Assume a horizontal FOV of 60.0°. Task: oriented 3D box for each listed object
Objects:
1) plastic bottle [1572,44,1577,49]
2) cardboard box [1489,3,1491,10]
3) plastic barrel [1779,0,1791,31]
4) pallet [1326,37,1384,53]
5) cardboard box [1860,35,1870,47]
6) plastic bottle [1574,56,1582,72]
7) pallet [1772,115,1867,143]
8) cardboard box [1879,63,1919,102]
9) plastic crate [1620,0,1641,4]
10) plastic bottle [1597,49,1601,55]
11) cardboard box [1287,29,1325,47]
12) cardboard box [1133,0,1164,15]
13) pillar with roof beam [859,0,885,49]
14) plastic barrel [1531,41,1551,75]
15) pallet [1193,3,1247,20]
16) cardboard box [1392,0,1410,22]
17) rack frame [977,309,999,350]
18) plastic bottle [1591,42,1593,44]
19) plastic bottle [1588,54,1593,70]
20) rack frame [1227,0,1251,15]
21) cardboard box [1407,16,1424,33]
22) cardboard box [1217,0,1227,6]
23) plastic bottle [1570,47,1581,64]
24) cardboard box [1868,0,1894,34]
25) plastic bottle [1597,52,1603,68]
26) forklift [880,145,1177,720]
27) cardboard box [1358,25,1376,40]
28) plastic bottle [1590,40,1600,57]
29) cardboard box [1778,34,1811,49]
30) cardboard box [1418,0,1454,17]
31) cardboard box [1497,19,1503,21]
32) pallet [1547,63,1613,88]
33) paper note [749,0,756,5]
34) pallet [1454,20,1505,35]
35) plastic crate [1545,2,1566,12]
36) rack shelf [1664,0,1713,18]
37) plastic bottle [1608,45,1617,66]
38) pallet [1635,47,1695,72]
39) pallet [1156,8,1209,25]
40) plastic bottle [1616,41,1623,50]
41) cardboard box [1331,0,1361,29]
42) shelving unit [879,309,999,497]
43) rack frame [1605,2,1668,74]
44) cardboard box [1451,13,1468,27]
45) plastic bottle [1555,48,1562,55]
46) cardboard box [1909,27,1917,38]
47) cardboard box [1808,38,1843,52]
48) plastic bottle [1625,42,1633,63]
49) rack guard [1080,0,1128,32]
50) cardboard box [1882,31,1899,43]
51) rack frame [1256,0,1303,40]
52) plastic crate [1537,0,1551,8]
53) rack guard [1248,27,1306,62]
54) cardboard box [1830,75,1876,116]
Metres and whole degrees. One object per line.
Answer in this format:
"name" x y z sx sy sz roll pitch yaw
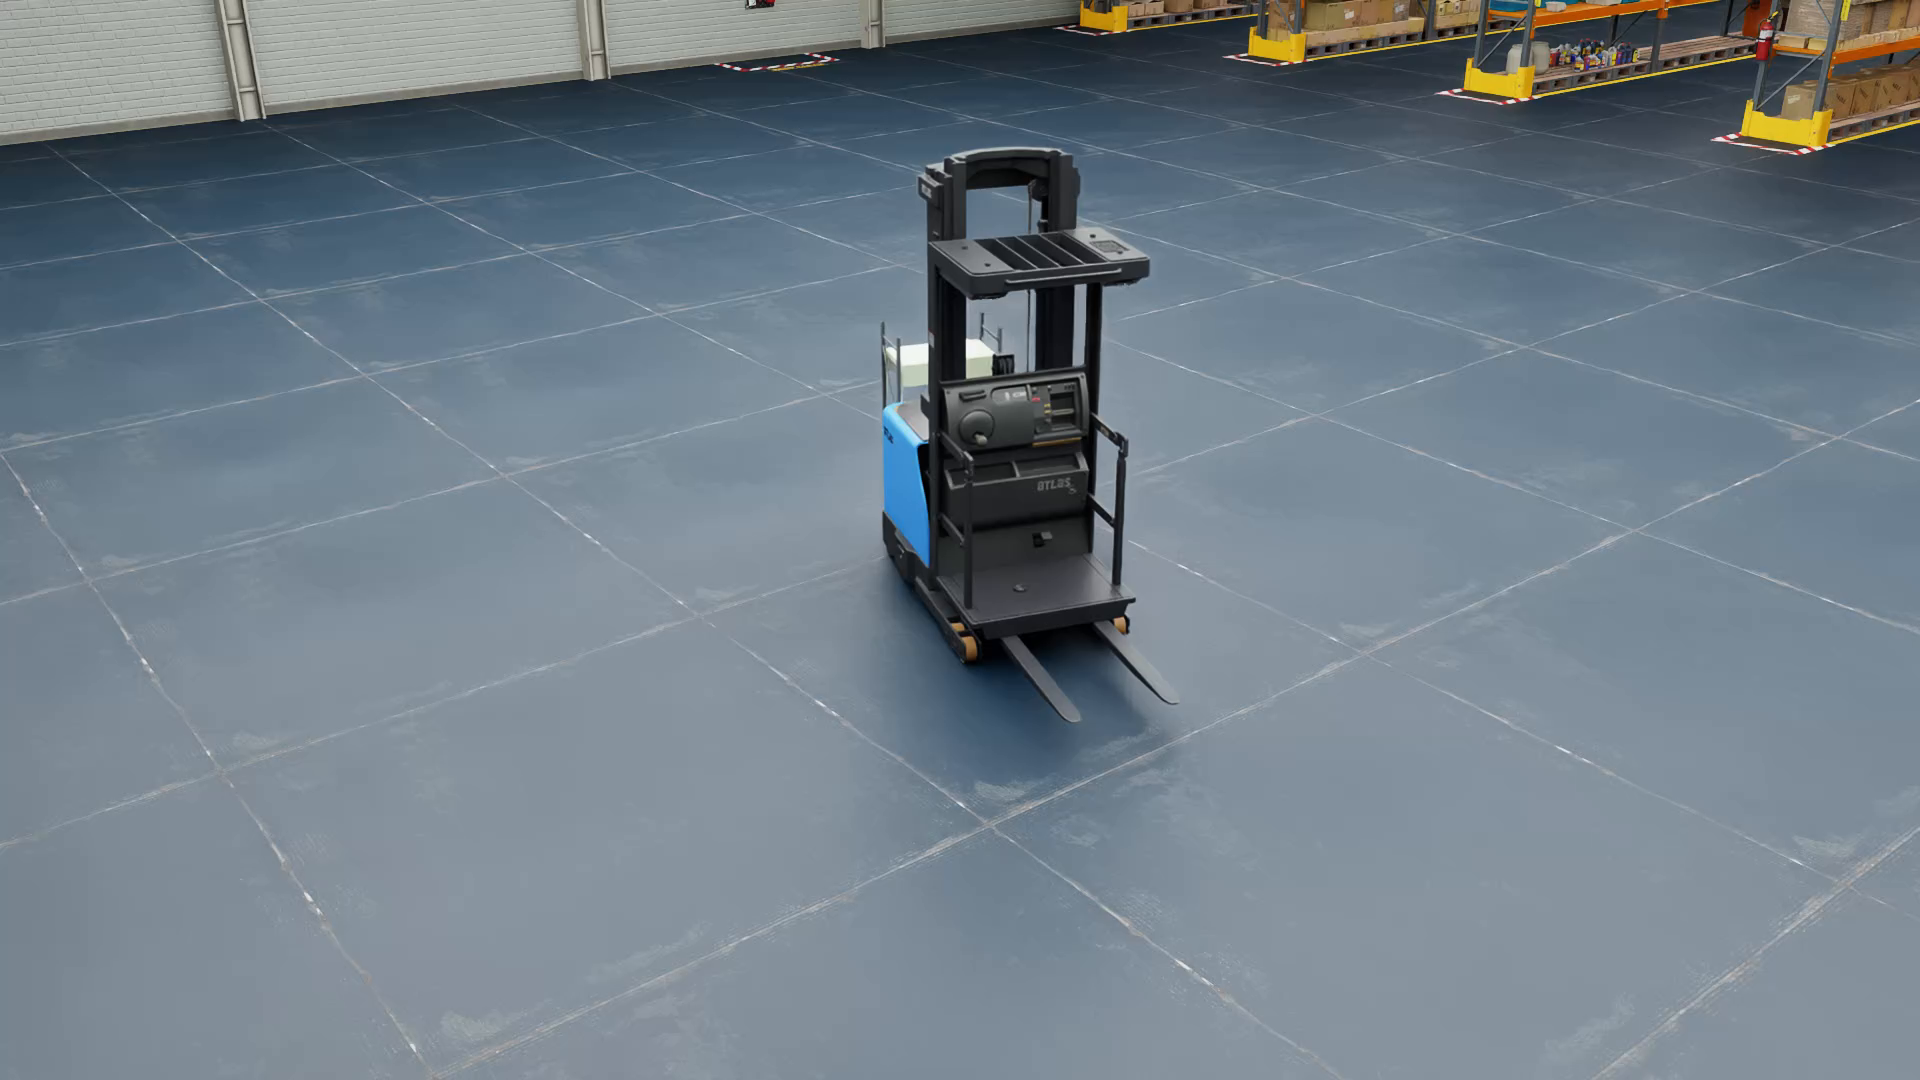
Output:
"plastic bottle" 11.044 -8.781 29.938 0.133 0.283 0.061 -17 30 -32
"cardboard box" 10.874 -11.228 34.608 0.500 0.311 0.500 -17 30 -33
"plastic barrel" 16.650 -10.525 33.359 0.708 0.588 0.600 -18 31 -34
"pallet" 7.574 -9.829 32.806 1.213 0.211 1.003 -18 31 -34
"cardboard box" 13.118 -7.355 24.461 0.250 0.149 0.380 -18 31 -34
"plastic bottle" 10.711 -8.254 28.818 0.097 0.271 0.097 0 25 0
"pallet" 12.869 -6.238 25.068 1.213 0.211 1.003 -18 31 -34
"cardboard box" 14.956 -7.289 26.490 0.500 0.500 0.500 -19 31 -36
"plastic crate" 11.536 -9.519 29.001 0.616 0.251 0.499 -18 31 -34
"plastic bottle" 11.309 -8.529 29.395 0.133 0.283 0.061 -18 31 -34
"cardboard box" 6.598 -9.575 31.713 0.500 0.250 0.500 -18 31 -34
"cardboard box" 4.027 -11.484 35.731 0.500 0.311 0.500 -15 29 -30
"pillar with roof beam" 0.931 -12.411 27.931 0.400 9.000 9.100 -18 31 -34
"plastic barrel" 9.957 -8.313 28.683 0.421 0.512 0.421 0 25 0
"pallet" 5.620 -11.795 37.040 1.213 0.211 1.003 -18 31 -34
"cardboard box" 8.555 -10.570 32.966 0.500 0.500 0.500 -18 31 -34
"rack frame" 0.197 -0.887 12.007 0.023 1.500 0.400 -8 26 -18
"plastic bottle" 11.481 -8.897 30.198 0.135 0.276 0.152 -17 30 -32
"plastic bottle" 10.981 -8.343 29.010 0.097 0.271 0.097 0 25 0
"rack frame" 6.126 -13.246 36.854 0.127 3.000 1.000 -18 31 -34
"cardboard box" 8.956 -10.356 33.395 0.500 0.250 0.500 -18 31 -34
"cardboard box" 5.724 -12.011 37.037 0.380 0.166 0.250 22 33 39
"plastic bottle" 10.976 -8.654 29.673 0.135 0.276 0.152 -18 31 -34
"cardboard box" 13.337 -7.883 24.828 0.500 0.500 0.875 -18 31 -34
"plastic bottle" 11.219 -8.422 29.179 0.097 0.271 0.097 0 25 0
"forklift" 0.412 -0.782 10.080 1.130 2.935 3.031 -8 26 -18
"cardboard box" 7.779 -9.964 32.552 0.500 0.250 0.500 -18 31 -34
"plastic bottle" 11.437 -8.842 29.989 0.185 0.351 0.144 -18 31 -34
"cardboard box" 12.245 -7.312 24.368 0.250 0.149 0.380 -18 31 -34
"cardboard box" 9.665 -10.828 33.746 0.500 0.311 0.500 -18 30 -34
"cardboard box" 11.269 -11.106 35.011 0.500 0.250 0.500 -17 30 -33
"pallet" 10.725 -8.219 29.337 1.213 0.211 1.003 -18 31 -34
"paper note" -3.876 -10.064 31.046 0.142 0.148 0.016 -18 31 -34
"pallet" 10.702 -10.864 35.034 1.213 0.211 1.003 -18 31 -34
"plastic crate" 9.995 -8.931 27.871 0.250 0.136 0.298 -18 31 -34
"rack shelf" 13.813 -10.157 31.054 4.000 0.370 1.077 -18 31 -34
"plastic bottle" 11.505 -8.565 29.393 0.185 0.351 0.144 -18 31 -34
"pallet" 12.834 -8.916 30.837 1.213 0.211 1.003 -18 31 -34
"pallet" 4.659 -11.476 36.354 1.213 0.211 1.003 -18 31 -34
"plastic bottle" 11.822 -8.747 29.784 0.185 0.351 0.144 -18 31 -34
"cardboard box" 7.375 -10.180 32.126 0.500 0.500 0.500 -18 31 -34
"shelving unit" -0.148 -0.836 11.897 0.755 1.500 0.431 -8 26 -18
"rack frame" 12.240 -9.964 29.783 0.127 3.000 1.000 -18 31 -34
"cardboard box" 10.059 -10.704 34.145 0.500 0.250 0.500 -17 30 -33
"plastic bottle" 10.591 -8.603 29.565 0.135 0.276 0.152 -19 31 -35
"cardboard box" 14.294 -7.747 25.306 0.250 0.149 0.380 -18 31 -34
"cardboard box" 12.520 -7.165 24.051 0.250 0.149 0.380 -18 31 -34
"plastic bottle" 11.911 -8.699 29.682 0.185 0.351 0.144 -19 31 -35
"rack guard" 3.038 -11.092 35.184 0.348 0.500 1.175 -18 31 -34
"cardboard box" 13.760 -7.522 24.821 0.250 0.149 0.380 -18 31 -34
"rack frame" 6.038 -10.566 31.082 0.127 3.000 1.000 -18 31 -34
"plastic crate" 9.816 -9.253 28.428 0.408 0.251 0.499 -18 31 -34
"rack guard" 6.019 -9.426 31.594 0.348 0.500 1.175 -18 31 -34
"cardboard box" 13.603 -6.820 25.480 0.500 0.500 0.500 -15 29 -29
